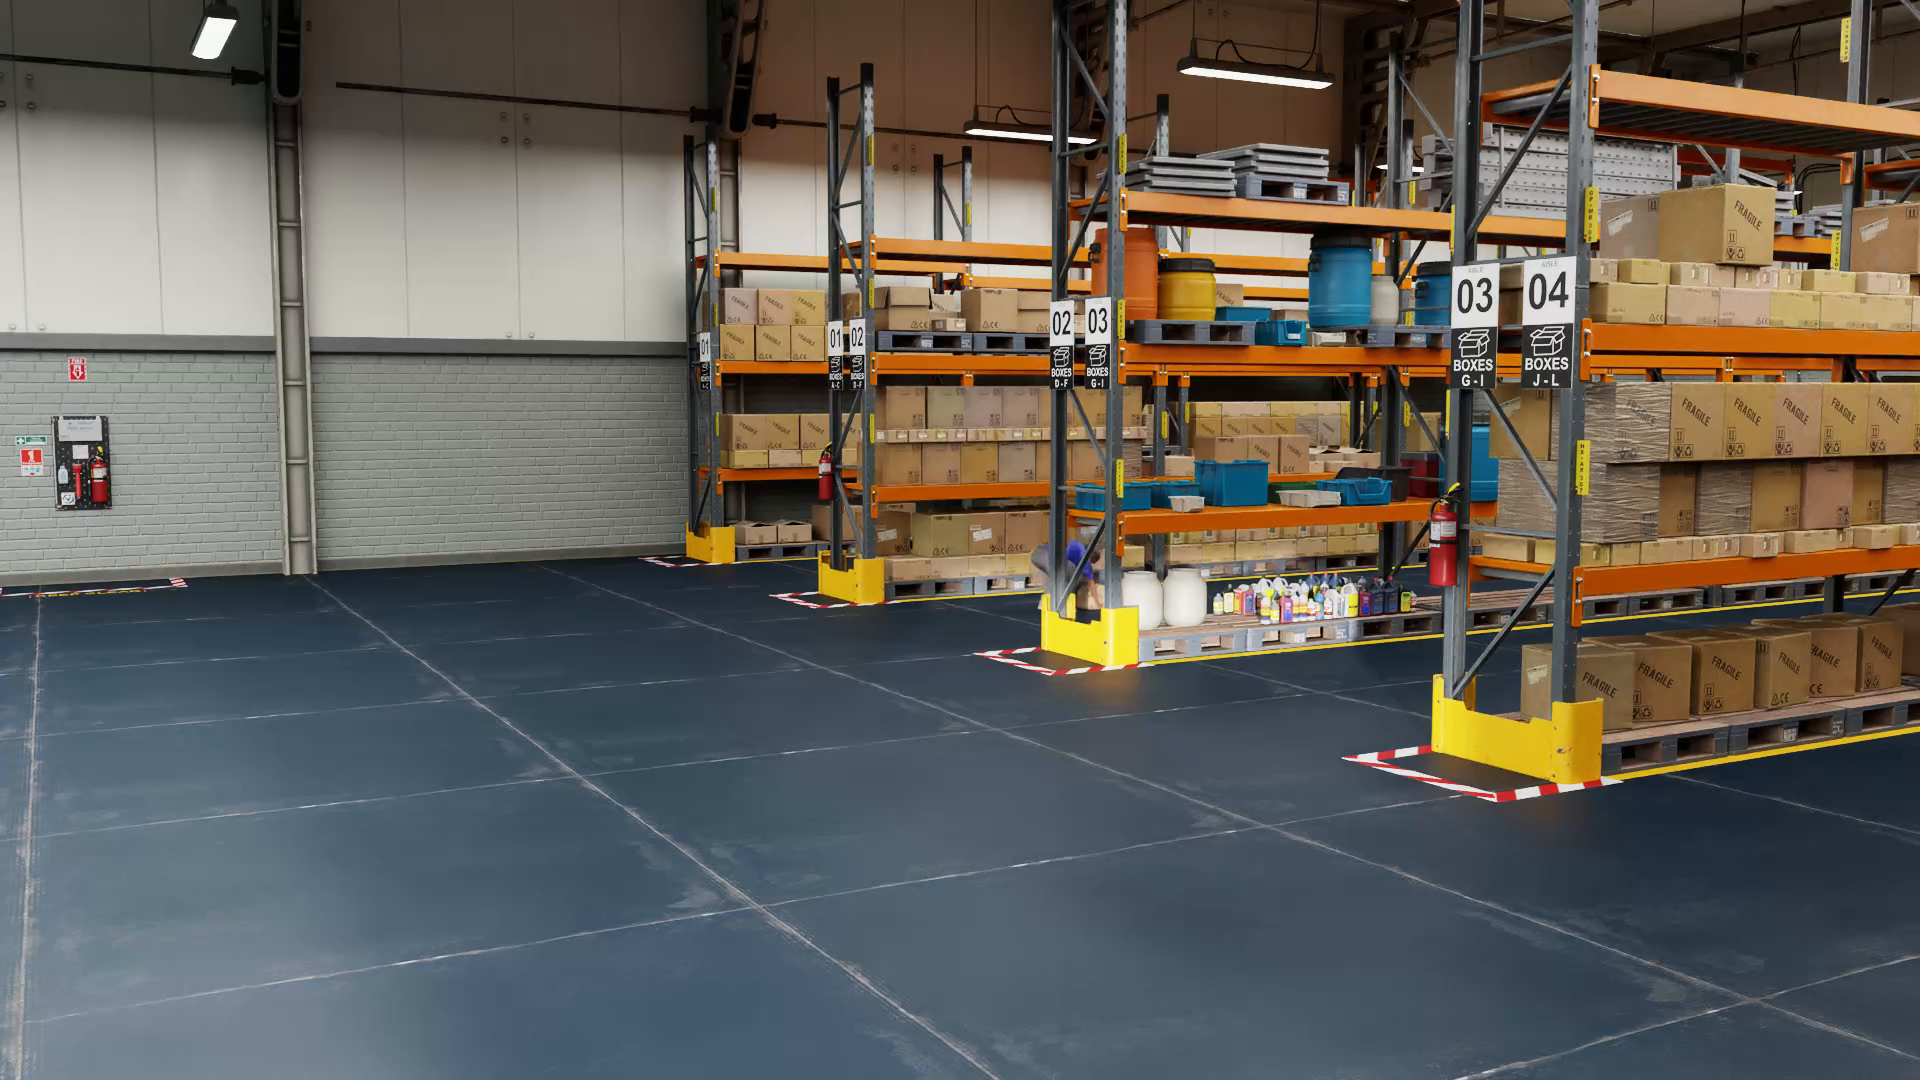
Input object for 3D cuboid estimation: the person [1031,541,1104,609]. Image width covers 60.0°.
[{"bbox_3d":[1.178,0.402,18.212,0.873,0.777,0.470,-3,6,-31],"label":"person"}]
